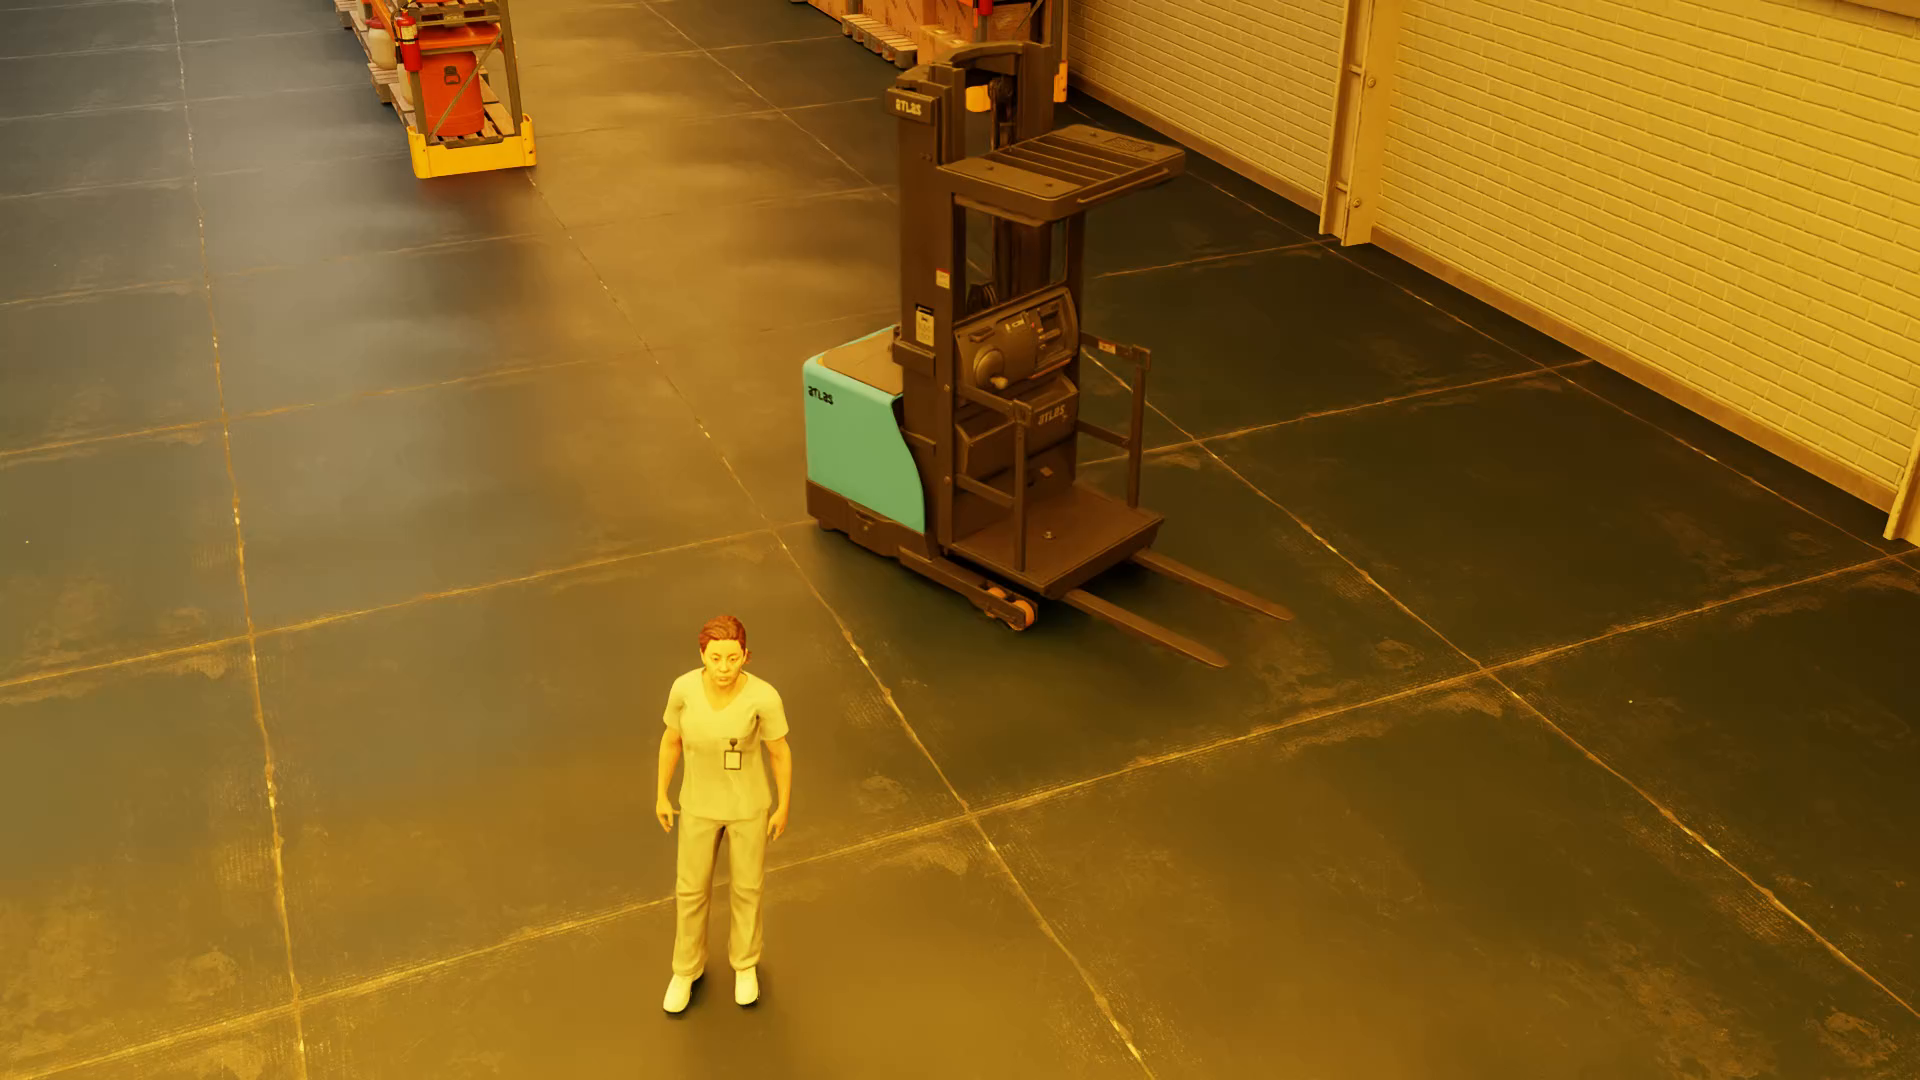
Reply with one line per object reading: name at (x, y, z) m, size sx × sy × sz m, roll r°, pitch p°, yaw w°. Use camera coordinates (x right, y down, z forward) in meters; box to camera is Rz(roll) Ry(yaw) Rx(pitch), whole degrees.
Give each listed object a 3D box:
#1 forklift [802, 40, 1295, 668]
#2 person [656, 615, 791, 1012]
forklift at (0.470, -1.065, 8.982) m, size 3.031 × 2.935 × 1.130 m, roll 25°, pitch 38°, yaw 37°
person at (-0.926, 1.090, 6.493) m, size 0.527 × 1.665 × 0.503 m, roll 2°, pitch 30°, yaw 4°
